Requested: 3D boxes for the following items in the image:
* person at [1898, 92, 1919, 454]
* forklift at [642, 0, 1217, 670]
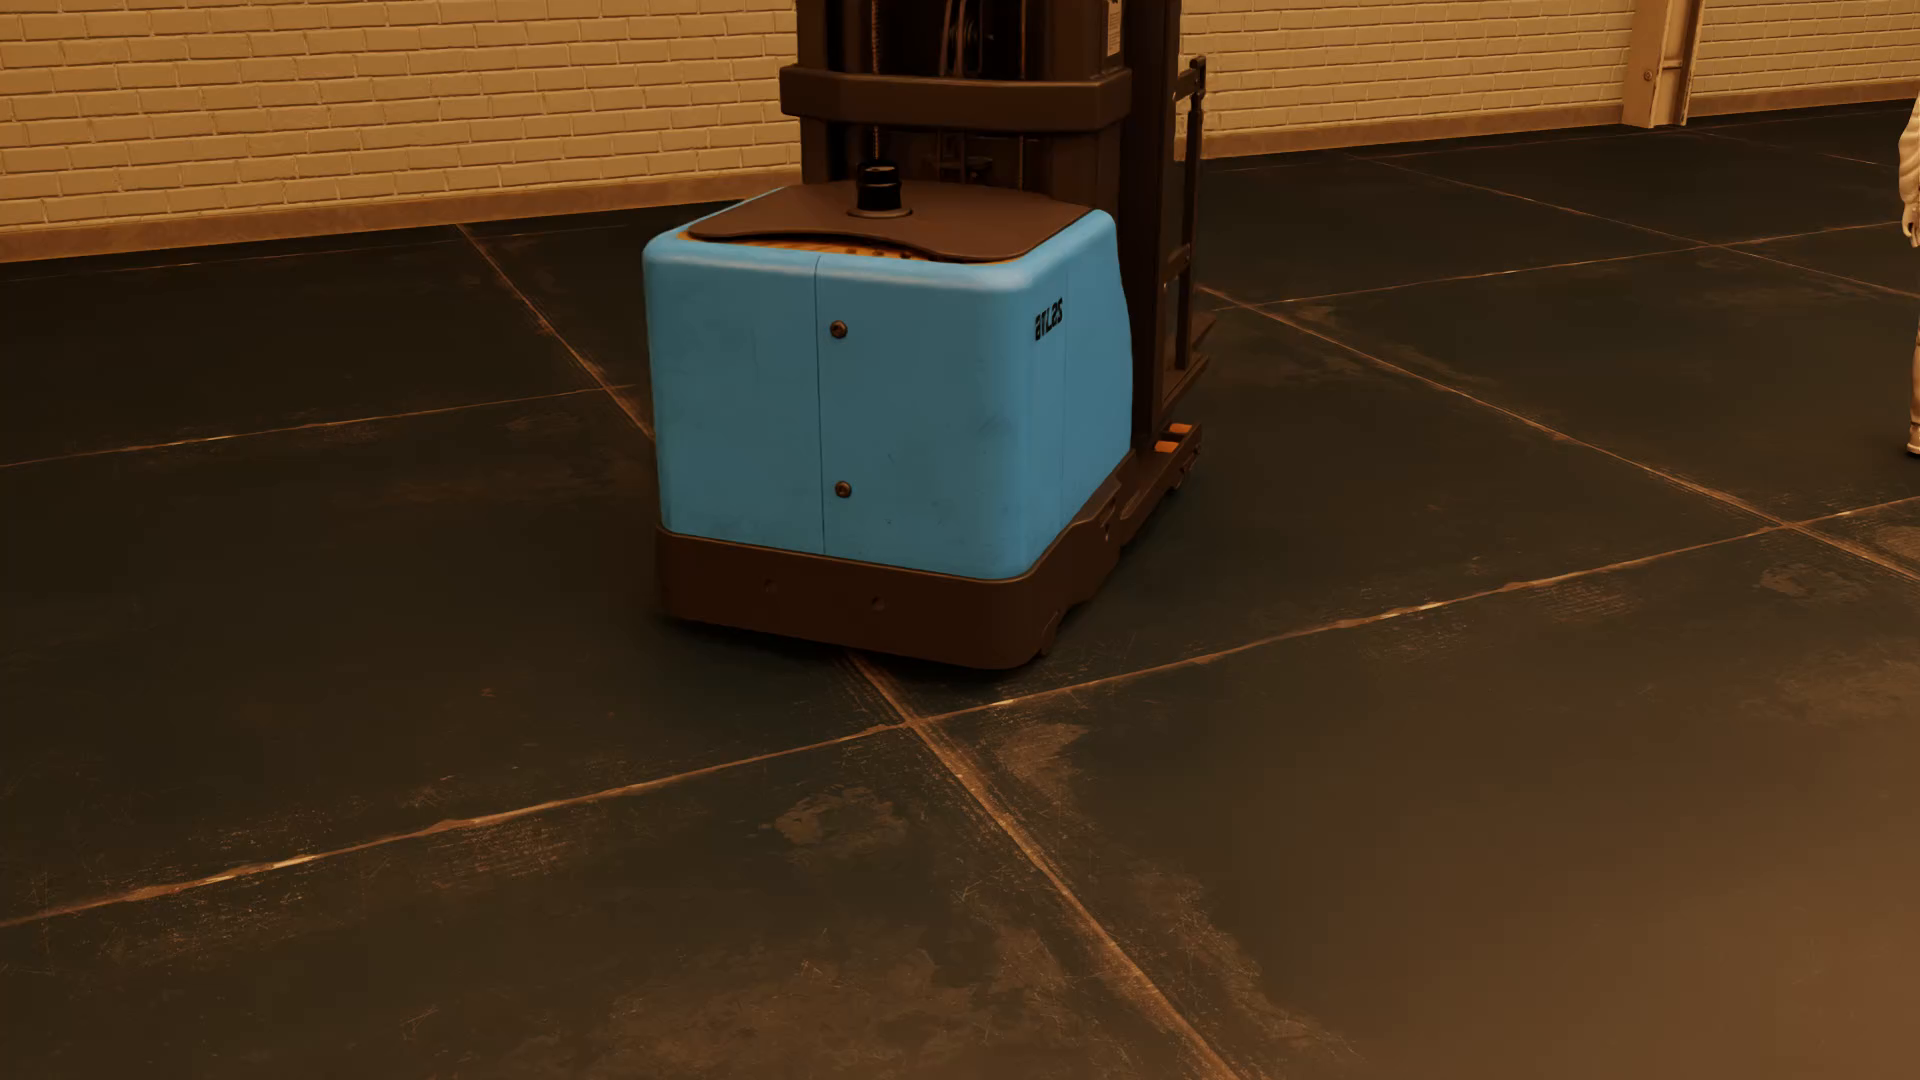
[{"bbox_3d":[3.428,-1.096,5.516,0.532,1.694,0.586,-15,27,-31],"label":"person"},{"bbox_3d":[0.185,-1.565,5.054,1.130,2.935,3.031,8,24,19],"label":"forklift"}]
